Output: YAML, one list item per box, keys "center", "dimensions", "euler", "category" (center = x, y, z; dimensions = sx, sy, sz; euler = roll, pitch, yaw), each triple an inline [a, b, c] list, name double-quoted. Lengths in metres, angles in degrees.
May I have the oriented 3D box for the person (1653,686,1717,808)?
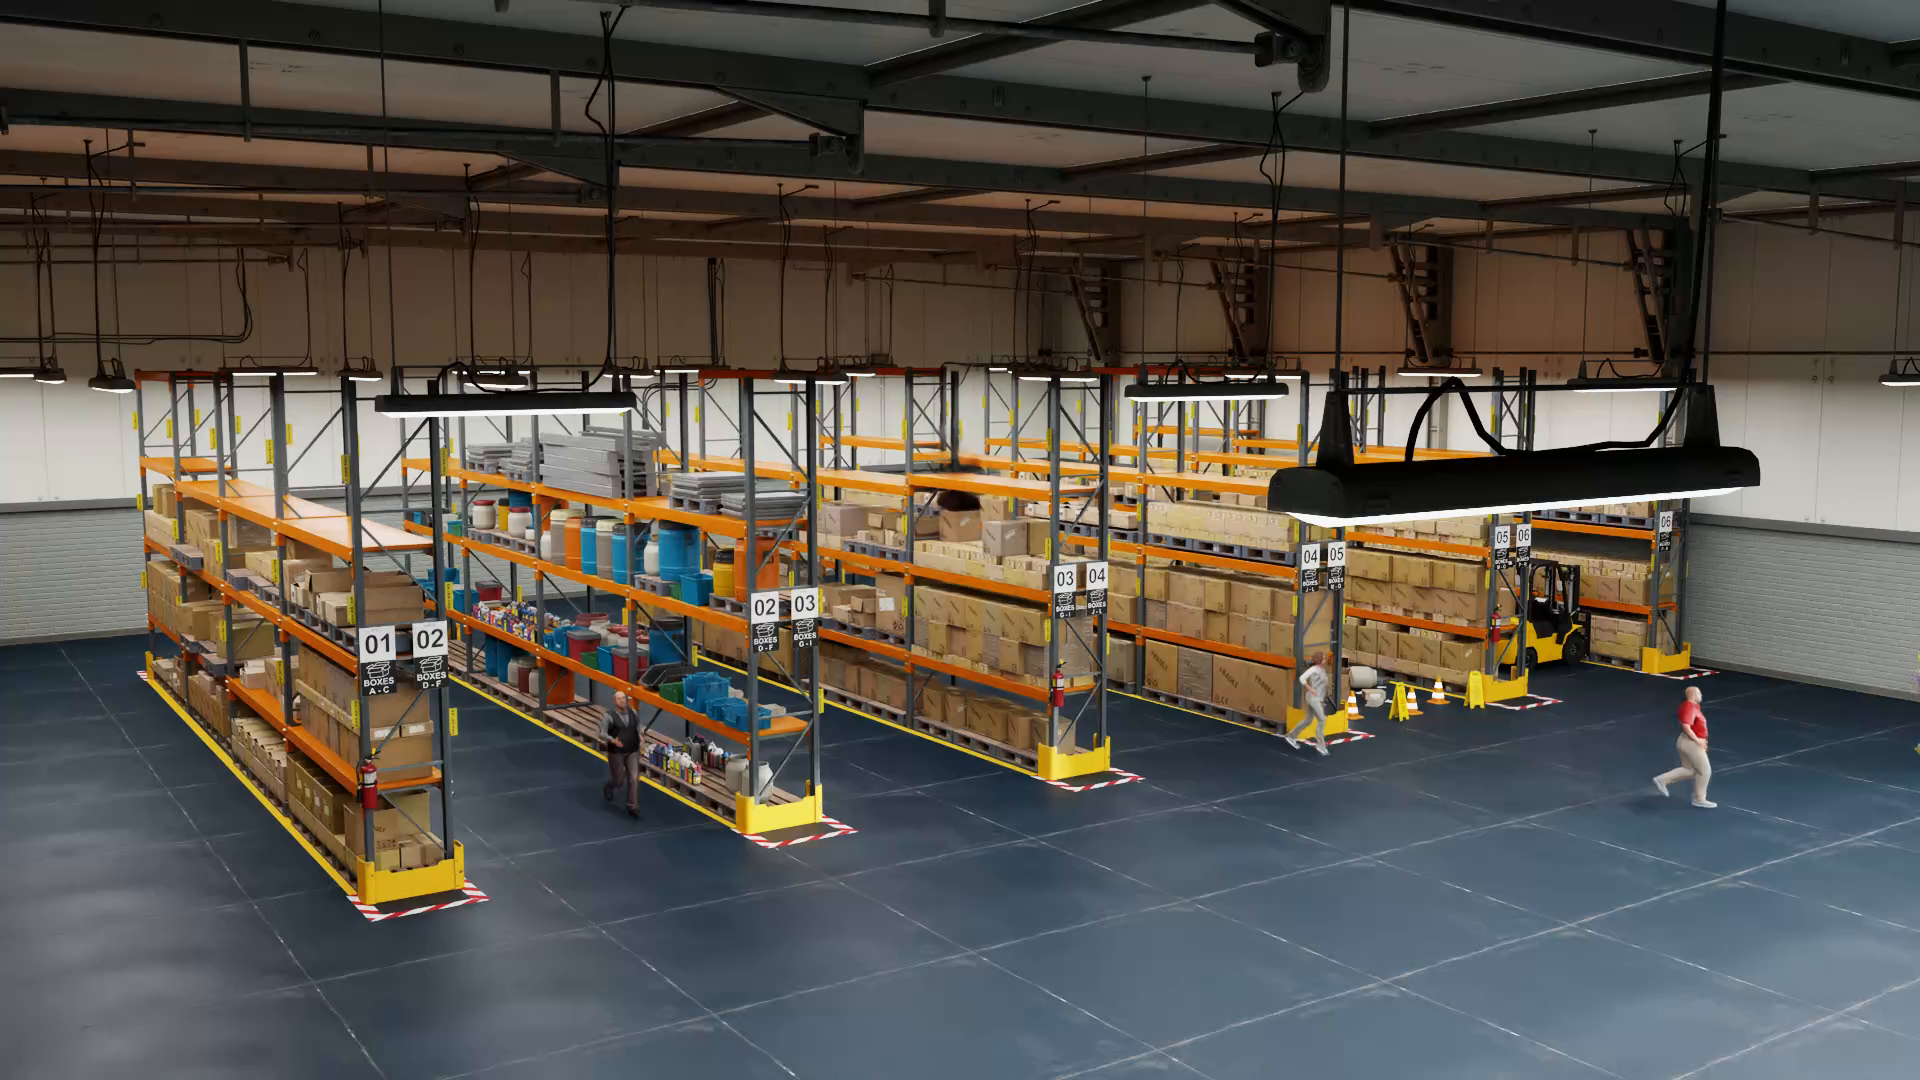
- center: [10.150, 2.875, 23.161]
  dimensions: [0.810, 1.702, 0.679]
  euler: [1, 7, 8]
  category: "person"

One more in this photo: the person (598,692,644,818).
- center: [-4.611, 2.916, 22.810]
  dimensions: [0.676, 1.689, 0.971]
  euler: [-4, 8, -33]
  category: "person"

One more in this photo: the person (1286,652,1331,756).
- center: [5.593, 2.576, 26.446]
  dimensions: [0.744, 1.627, 0.532]
  euler: [3, 7, 24]
  category: "person"
